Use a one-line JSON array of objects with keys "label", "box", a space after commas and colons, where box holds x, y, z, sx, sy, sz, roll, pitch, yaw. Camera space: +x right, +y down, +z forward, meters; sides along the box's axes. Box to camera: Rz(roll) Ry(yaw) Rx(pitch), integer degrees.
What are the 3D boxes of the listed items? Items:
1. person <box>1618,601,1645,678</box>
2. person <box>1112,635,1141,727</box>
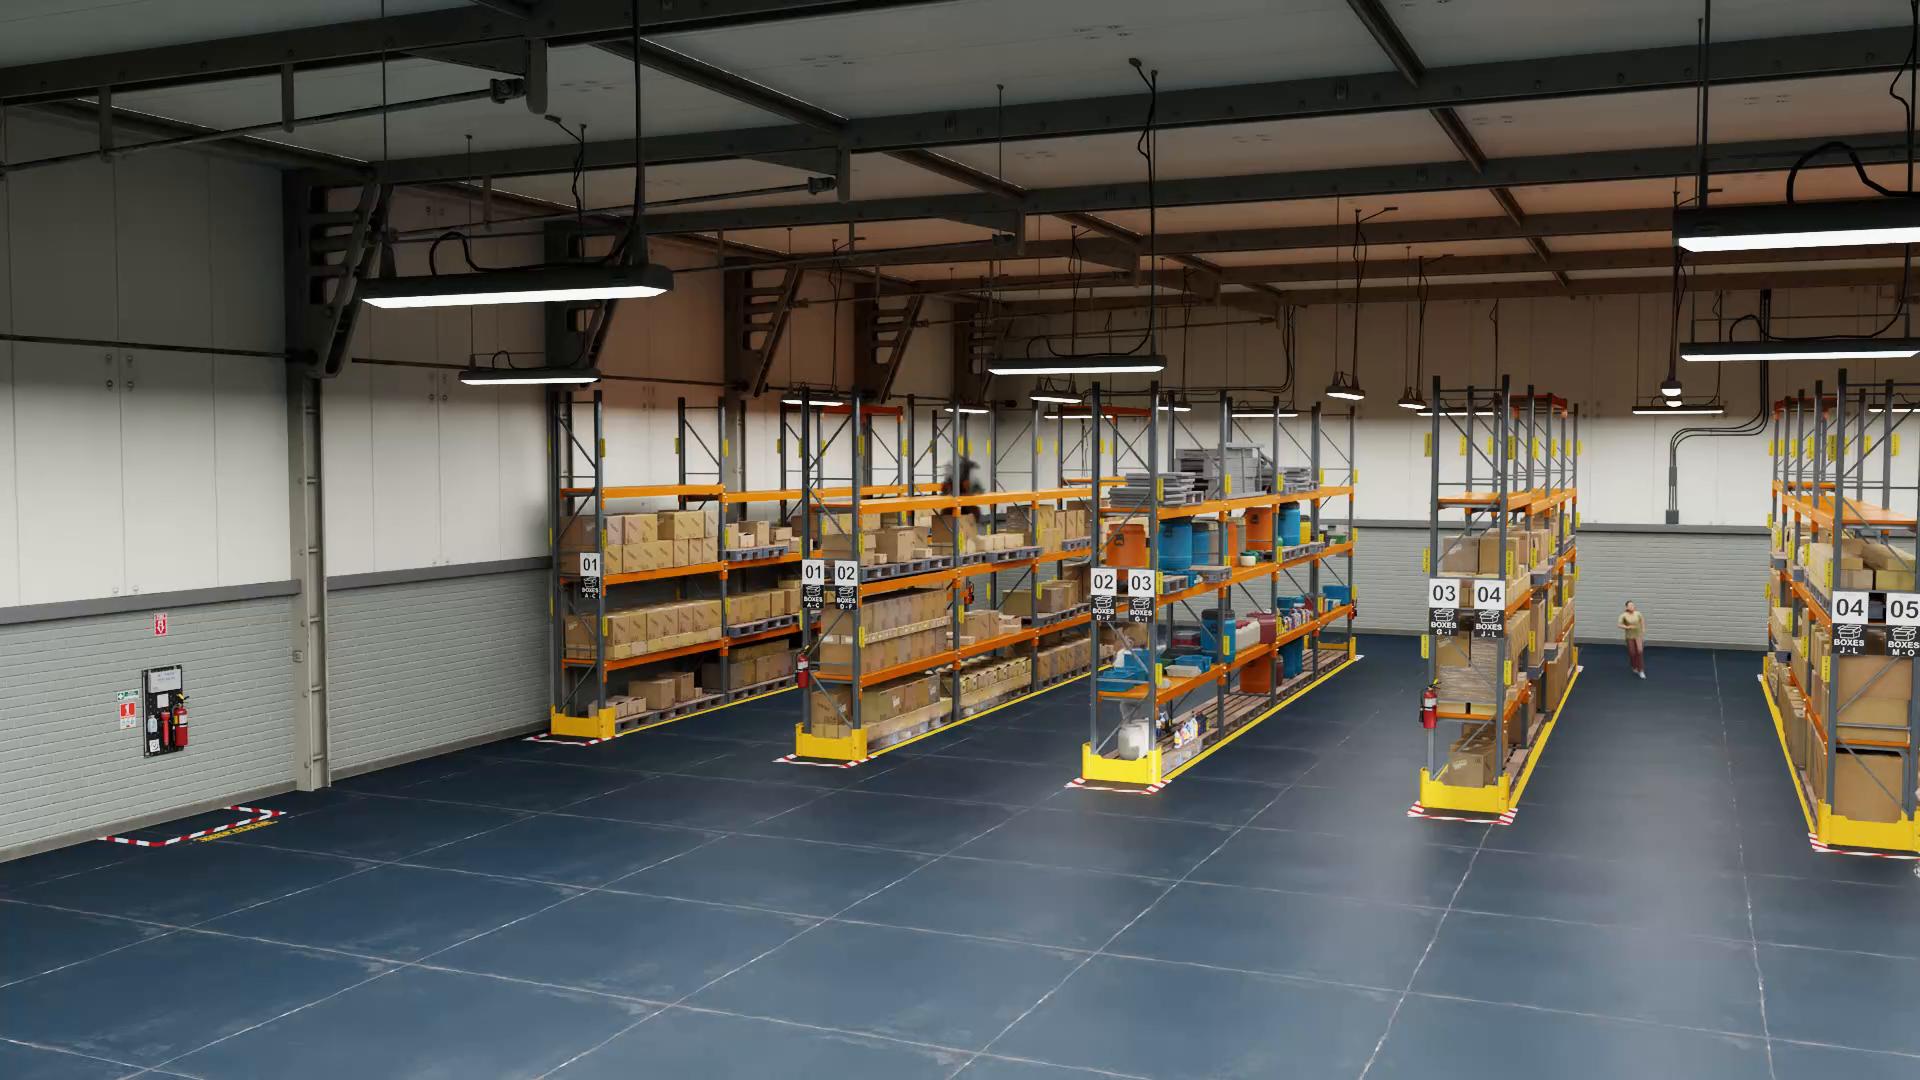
[{"label": "person", "box": [14.751, 2.157, 36.542, 0.588, 1.661, 0.888, 1, 3, 11]}, {"label": "person", "box": [3.057, 2.522, 30.049, 0.648, 1.659, 0.609, 2, 4, 26]}]
